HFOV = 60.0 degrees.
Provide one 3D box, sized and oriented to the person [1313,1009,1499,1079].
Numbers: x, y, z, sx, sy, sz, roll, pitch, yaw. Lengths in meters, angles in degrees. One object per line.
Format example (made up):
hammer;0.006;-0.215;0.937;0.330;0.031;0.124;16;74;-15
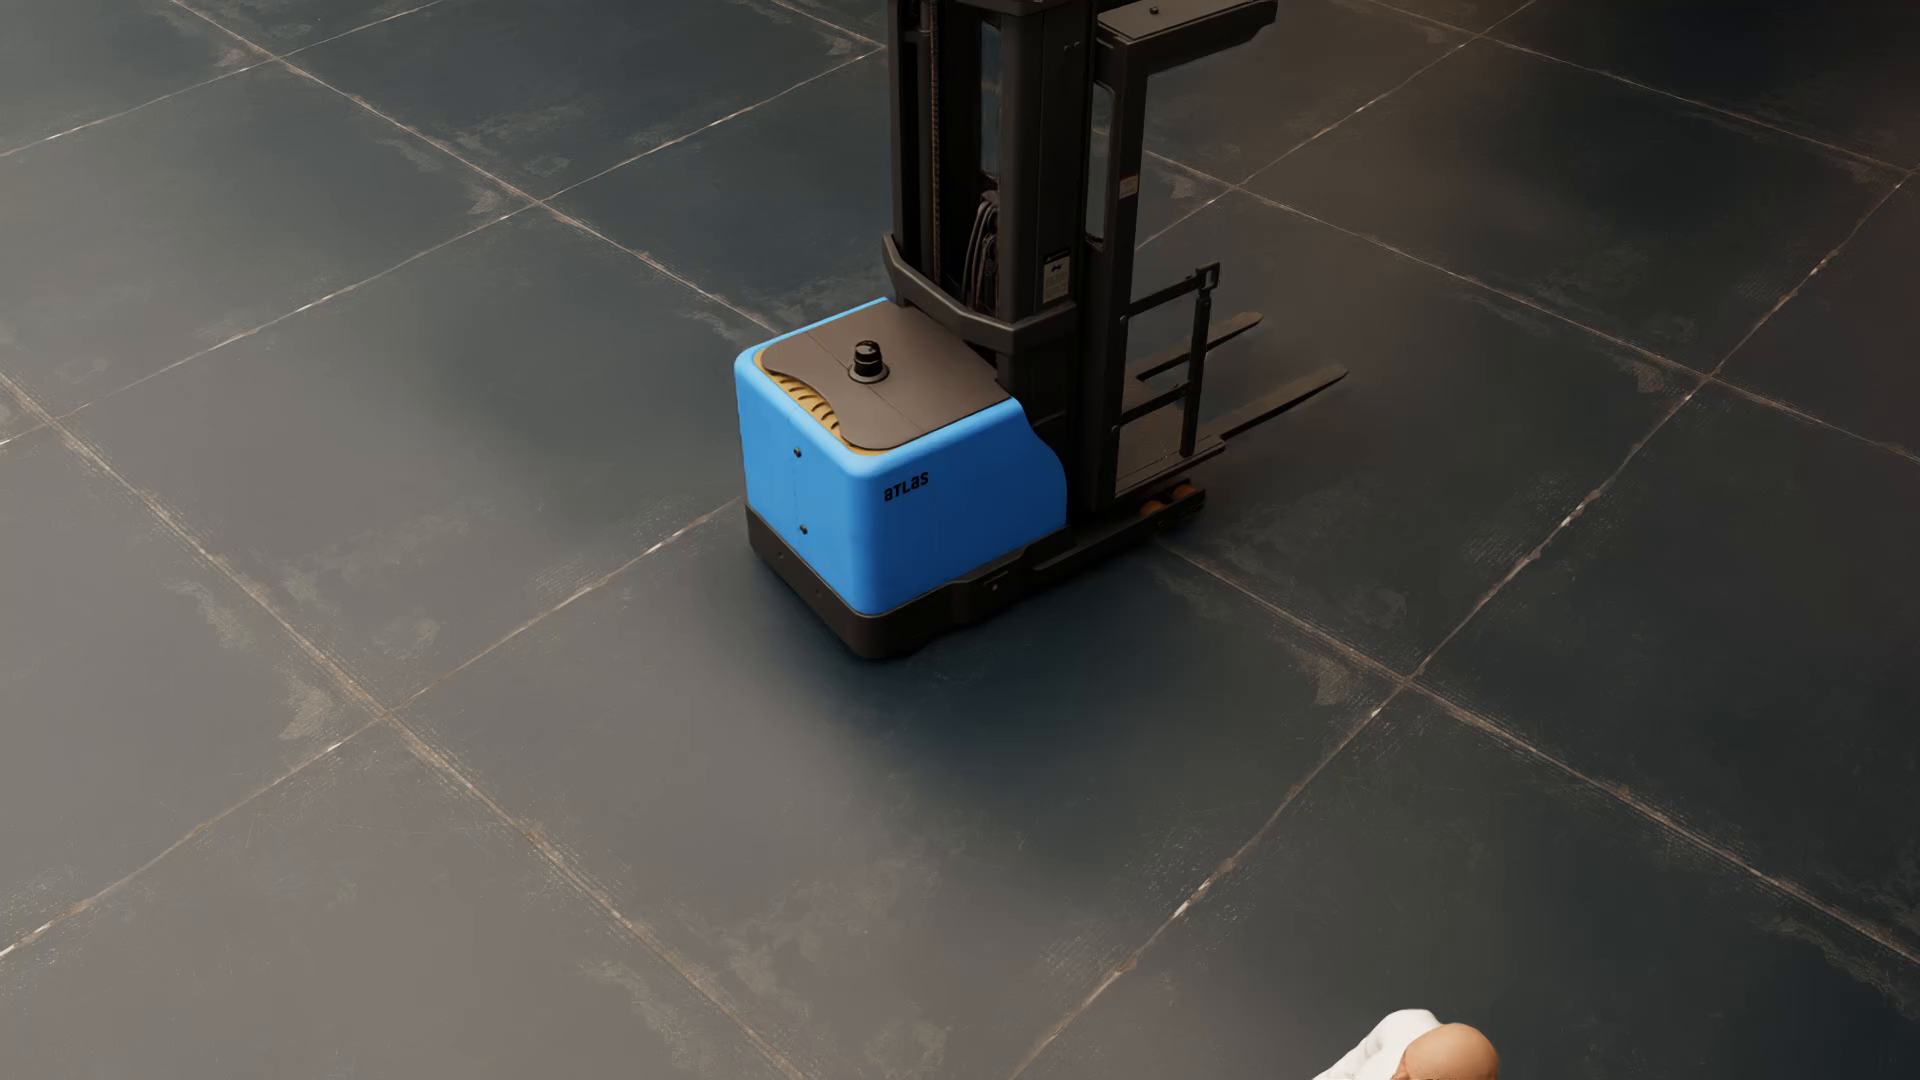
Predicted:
person;0.959;1.772;4.246;0.571;1.782;0.730;-12;42;-14

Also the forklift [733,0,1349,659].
forklift;0.528;-1.386;7.044;3.031;2.935;1.130;-25;47;-27
